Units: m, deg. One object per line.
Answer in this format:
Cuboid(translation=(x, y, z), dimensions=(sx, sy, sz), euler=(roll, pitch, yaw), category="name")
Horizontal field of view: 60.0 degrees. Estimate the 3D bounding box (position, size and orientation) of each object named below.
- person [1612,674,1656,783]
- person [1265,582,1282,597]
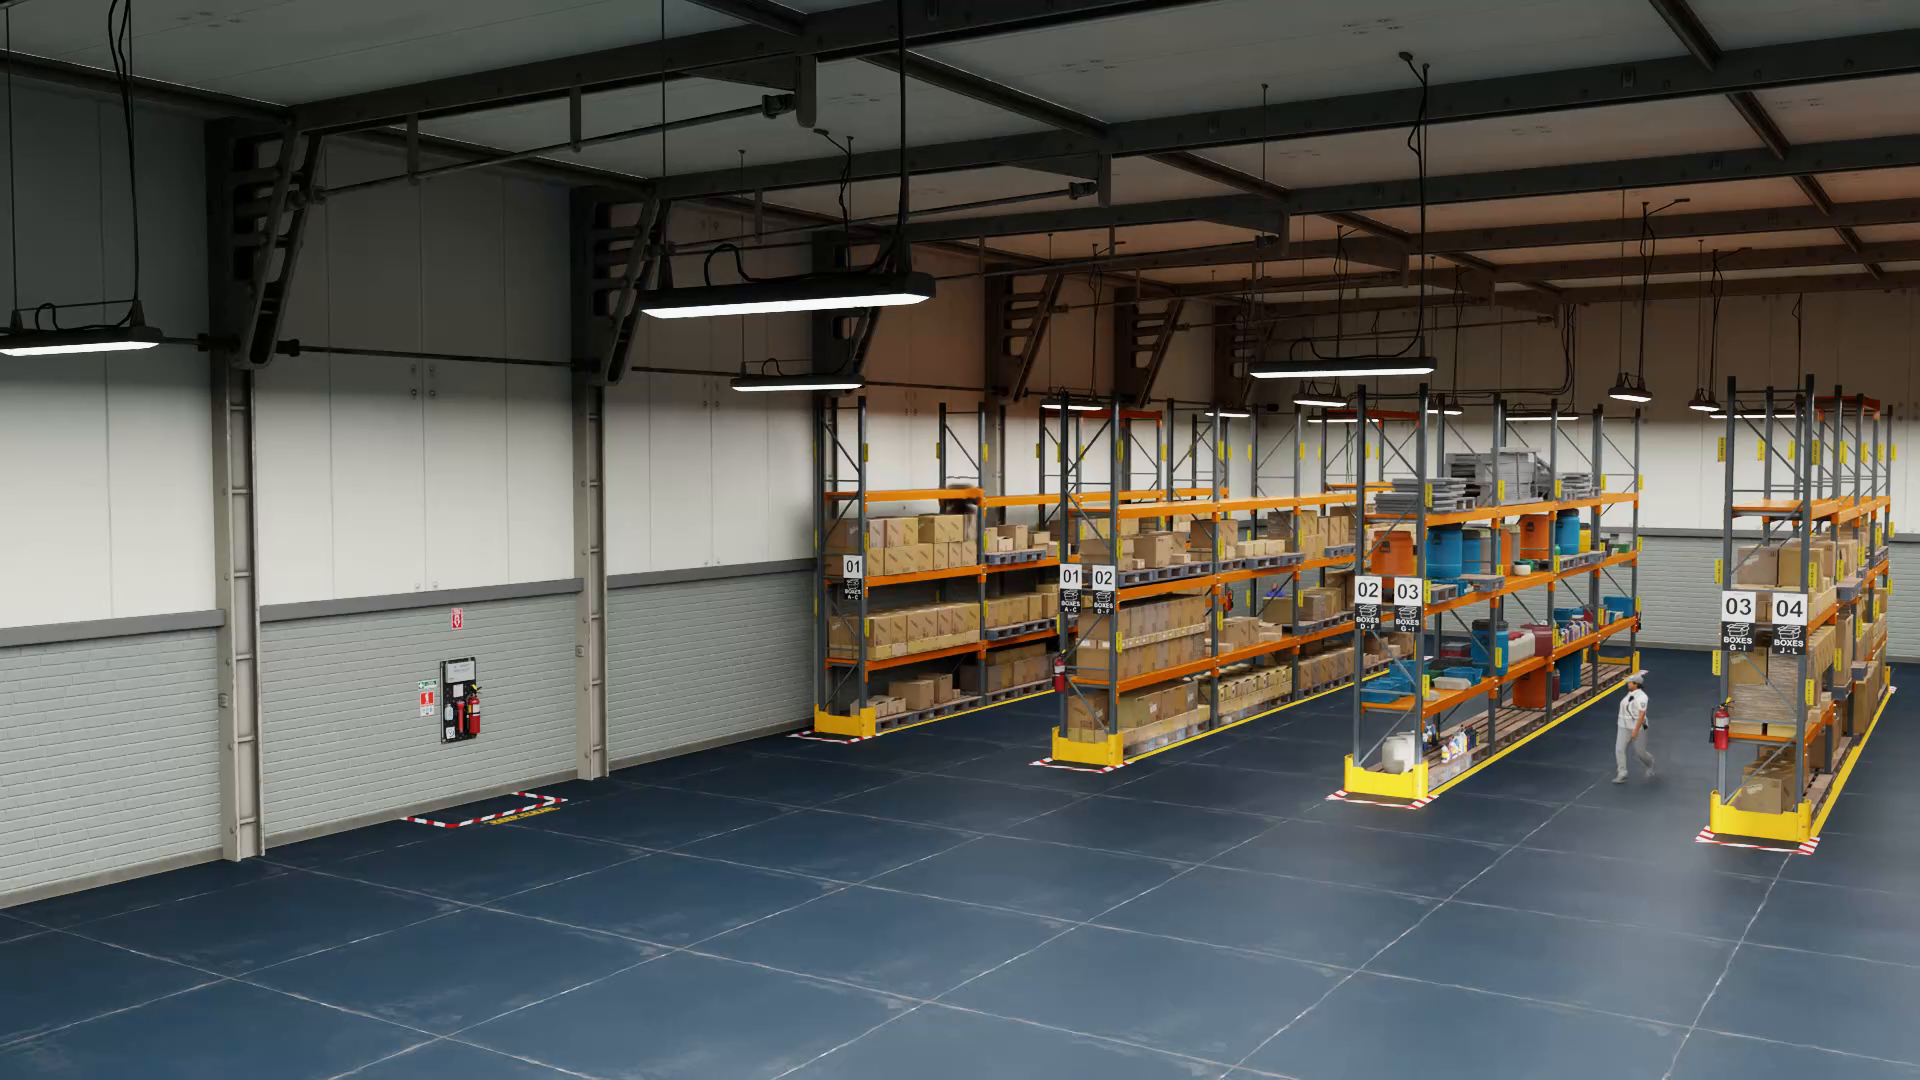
Cuboid(translation=(10.246, 2.848, 25.244), dimensions=(0.830, 1.628, 0.475), euler=(-2, 4, -39), category="person")
Cuboid(translation=(8.206, 1.900, 43.590), dimensions=(0.502, 1.605, 0.974), euler=(1, 3, 16), category="person")
